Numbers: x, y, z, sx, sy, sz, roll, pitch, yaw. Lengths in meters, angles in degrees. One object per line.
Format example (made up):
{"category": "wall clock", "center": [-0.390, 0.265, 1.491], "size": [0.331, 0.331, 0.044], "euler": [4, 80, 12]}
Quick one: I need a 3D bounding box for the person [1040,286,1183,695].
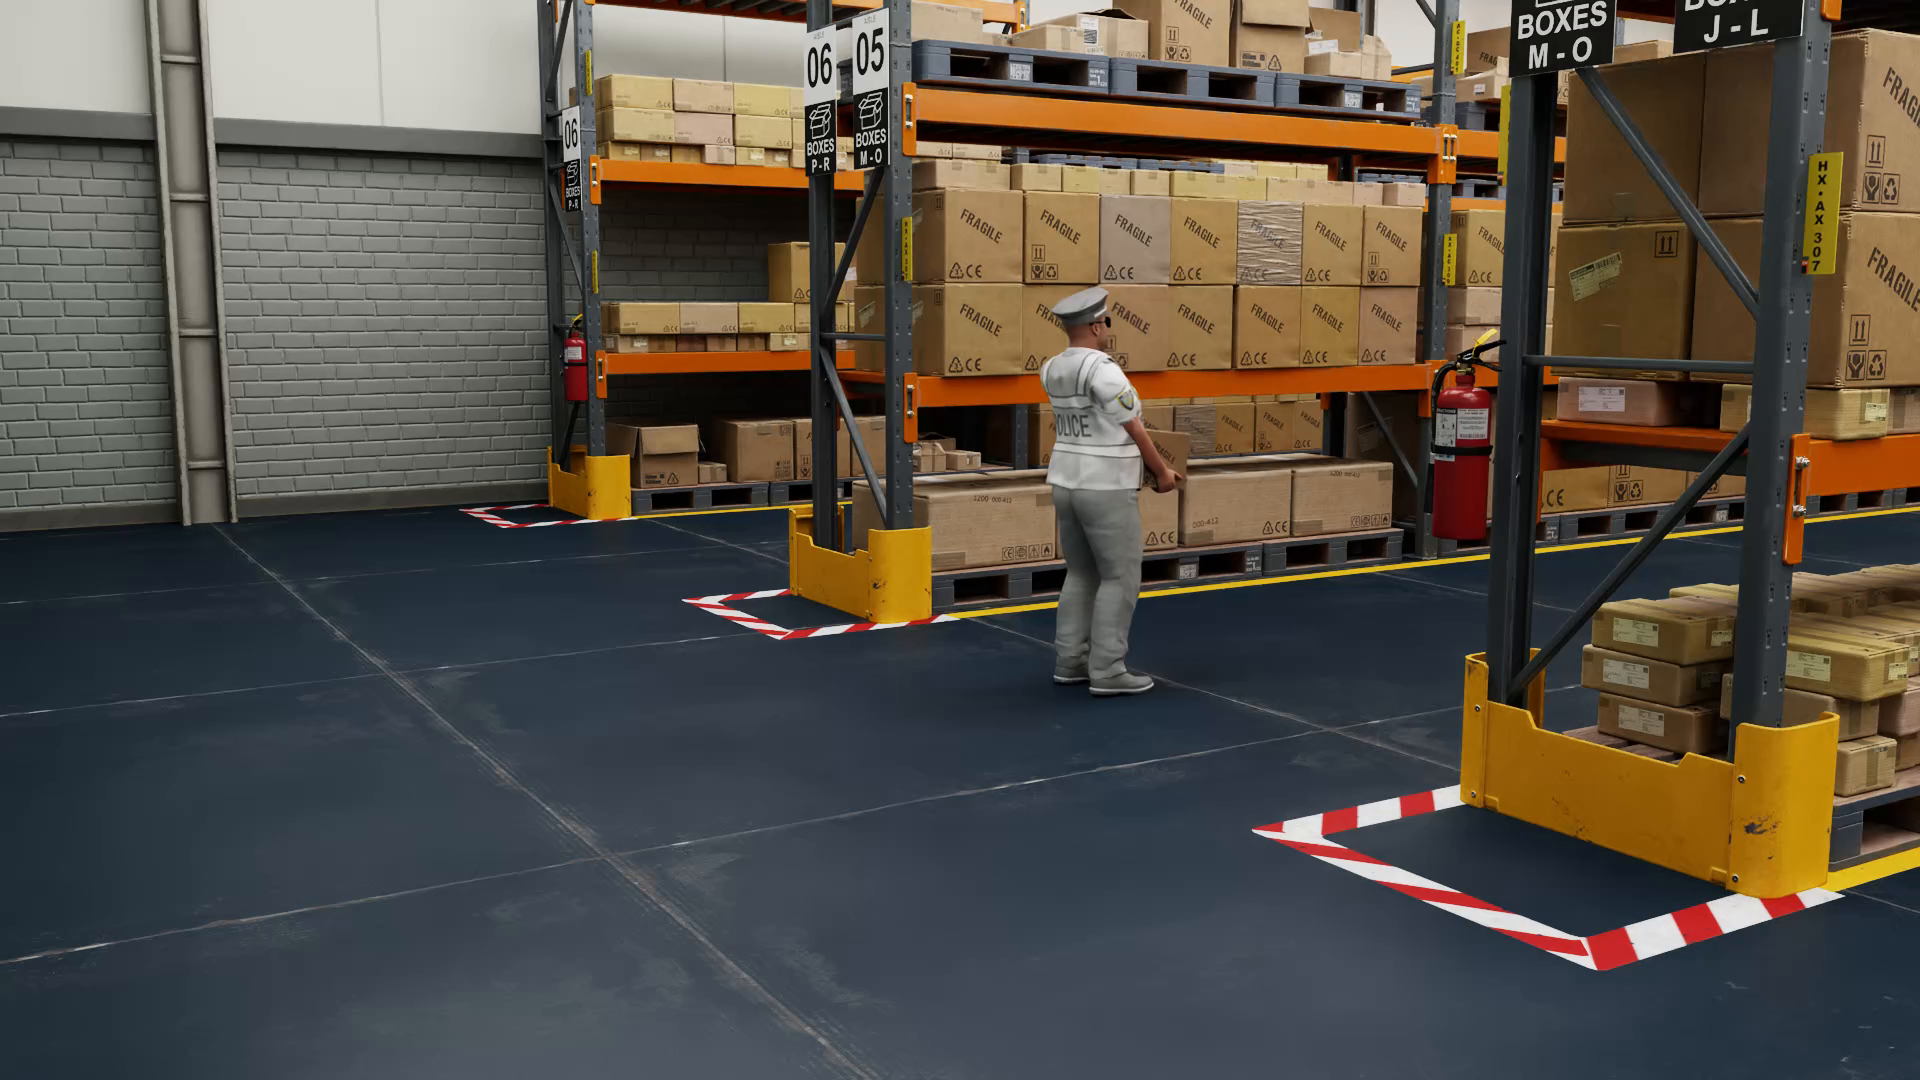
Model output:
{"category": "person", "center": [0.666, -0.225, 7.330], "size": [0.567, 1.766, 0.494], "euler": [-5, 9, -30]}
